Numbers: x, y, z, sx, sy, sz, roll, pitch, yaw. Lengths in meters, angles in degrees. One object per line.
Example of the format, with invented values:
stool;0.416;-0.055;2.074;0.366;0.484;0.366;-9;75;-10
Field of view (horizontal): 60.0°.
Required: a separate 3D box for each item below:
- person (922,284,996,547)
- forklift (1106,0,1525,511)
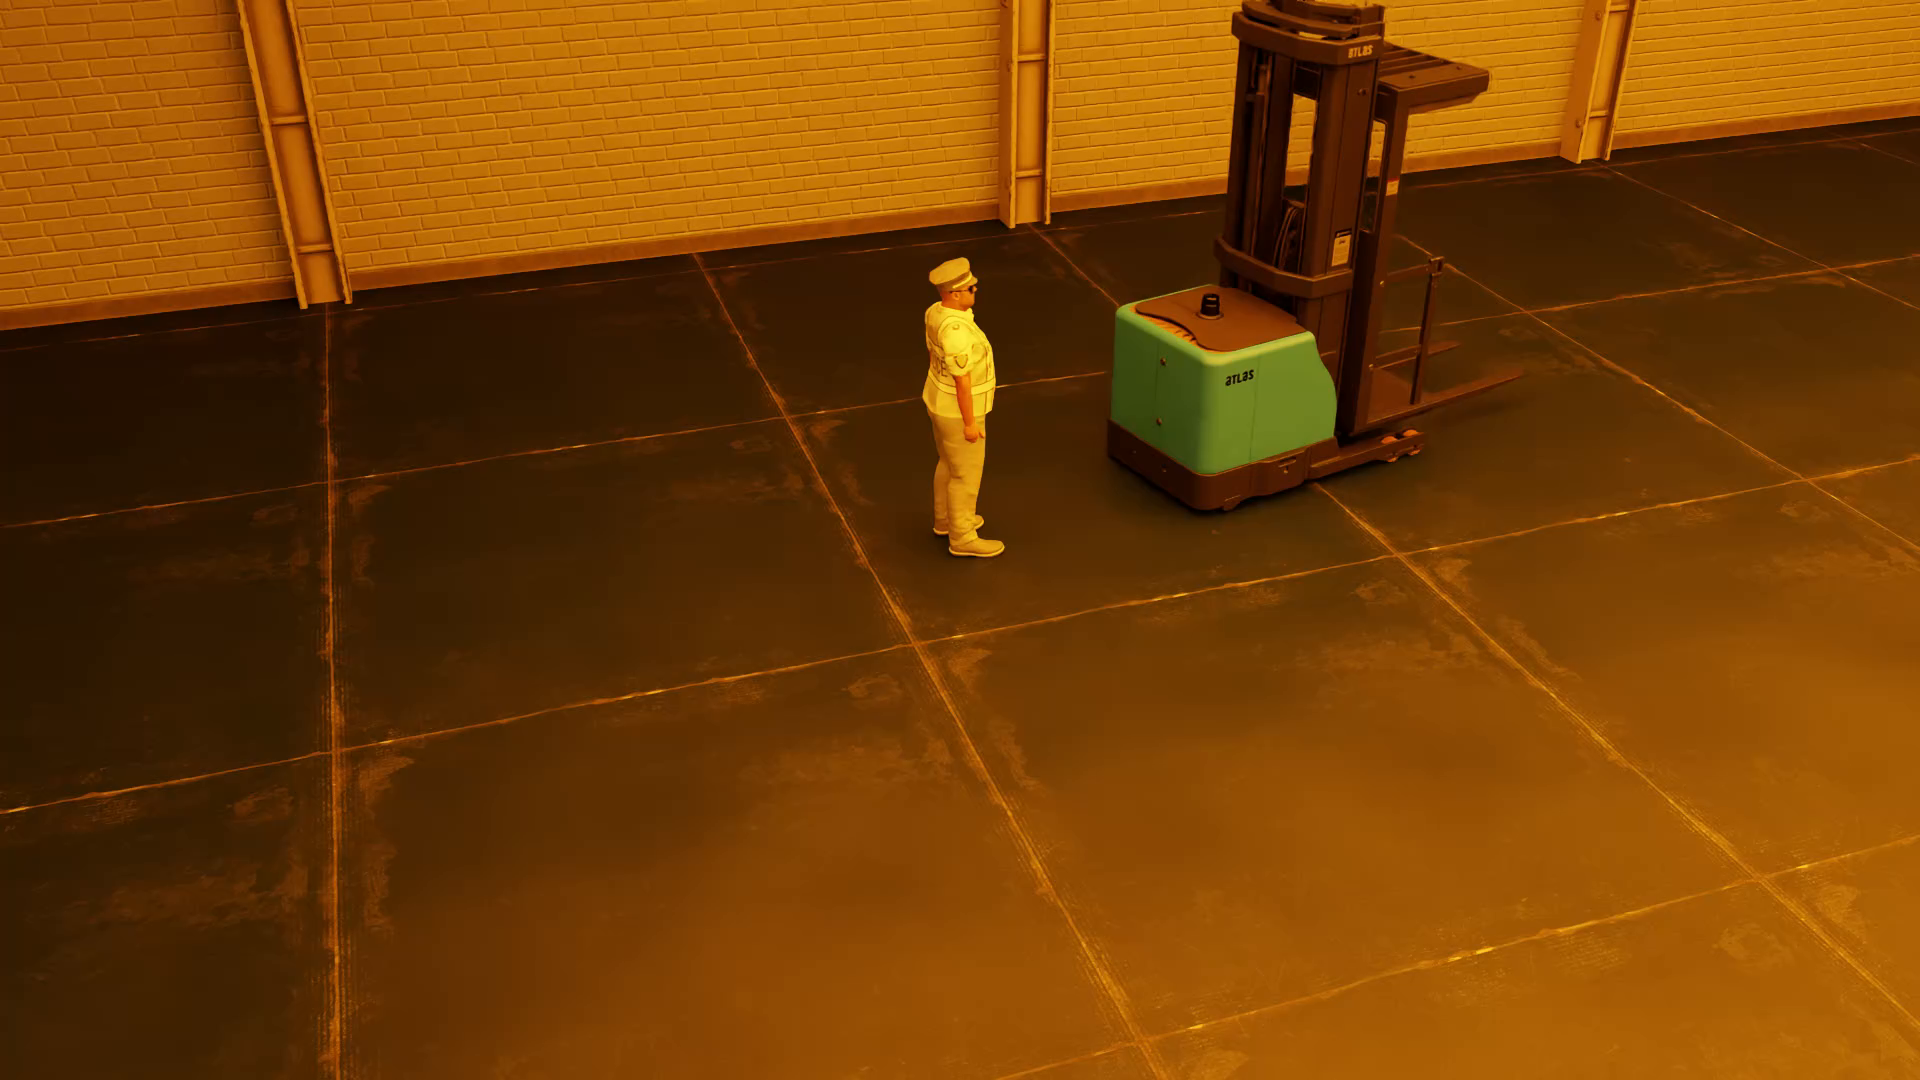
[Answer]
person;-15960.620;-23635.516;41086.827;24.954;2.668;100014.149;-10;31;-16
forklift;2.484;-1.988;10.543;3.031;2.935;1.130;-17;34;-27
